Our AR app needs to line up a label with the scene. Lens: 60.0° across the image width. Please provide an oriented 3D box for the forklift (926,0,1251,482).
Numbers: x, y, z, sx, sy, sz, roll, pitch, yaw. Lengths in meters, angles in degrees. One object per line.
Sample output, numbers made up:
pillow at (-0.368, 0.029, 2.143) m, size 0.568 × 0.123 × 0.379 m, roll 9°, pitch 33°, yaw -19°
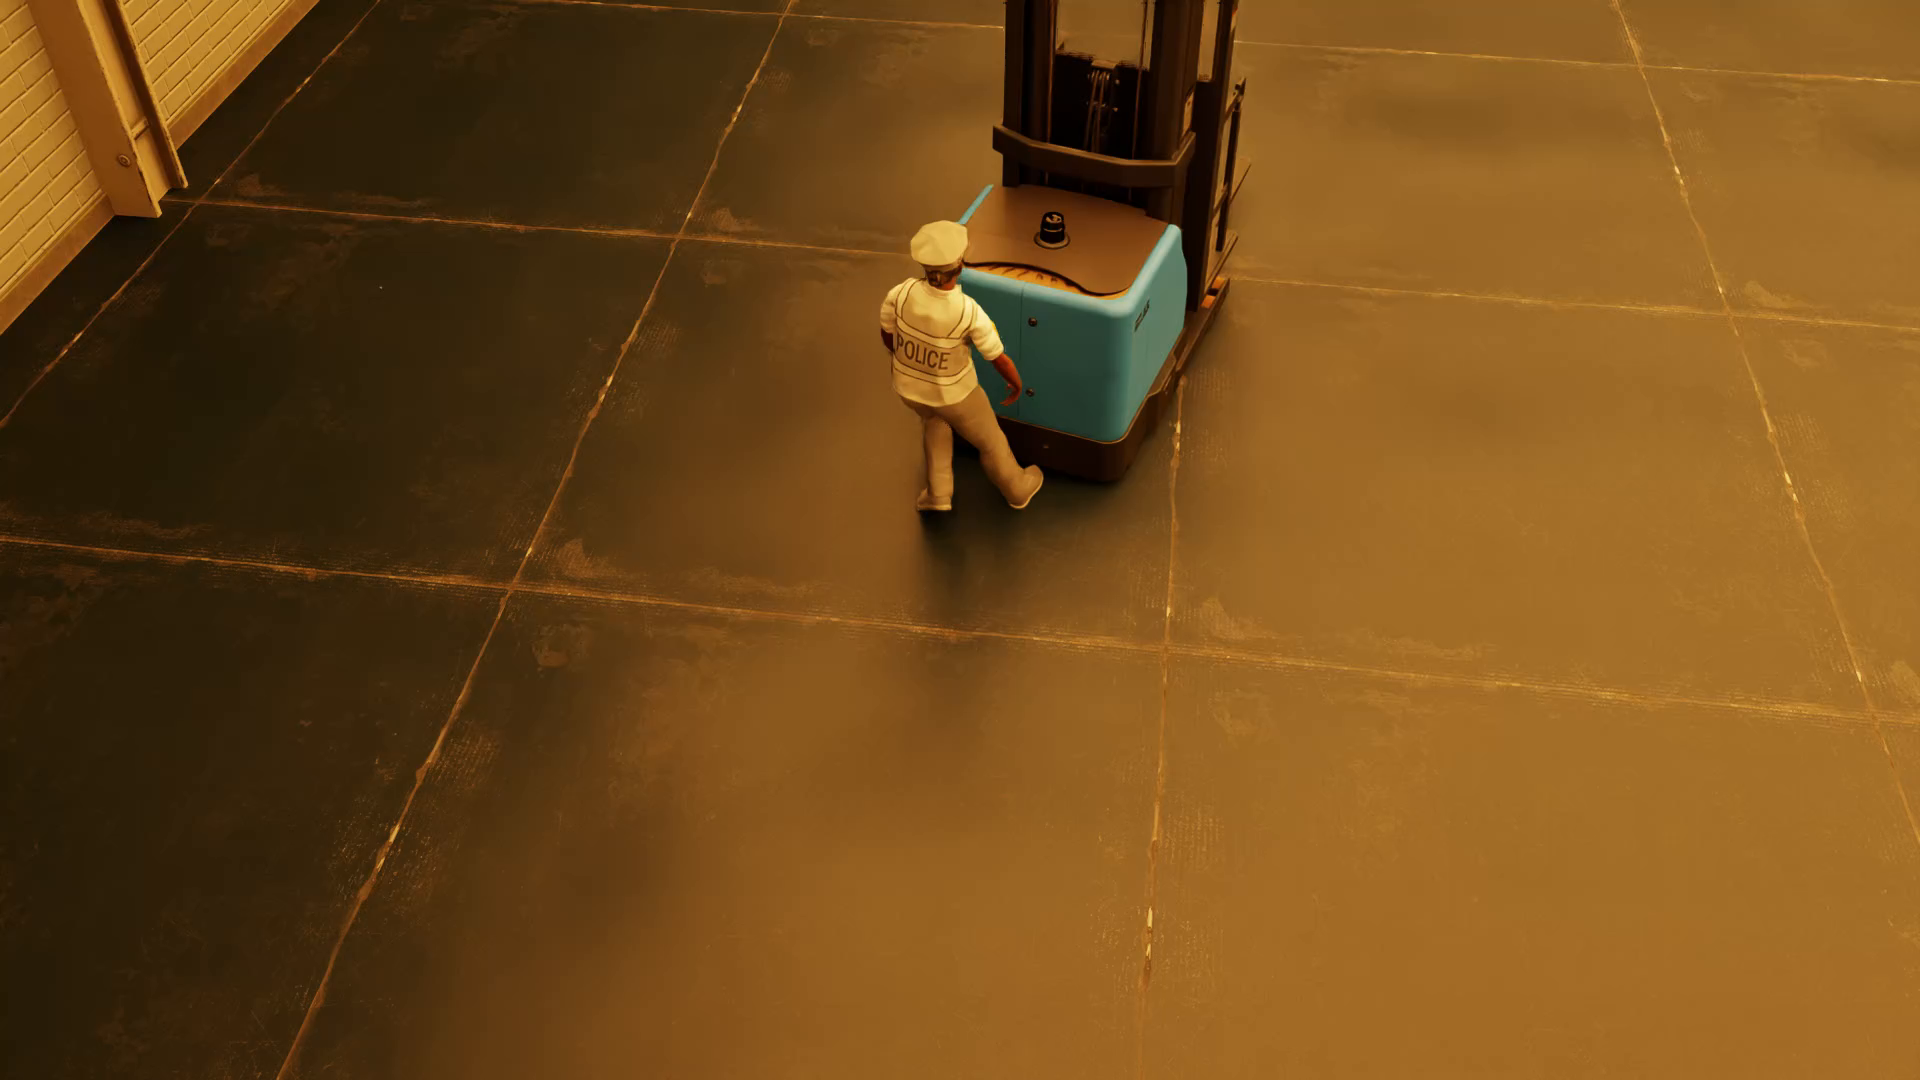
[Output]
forklift at (0.864, -2.369, 8.303) m, size 1.130 × 2.935 × 3.031 m, roll 16°, pitch 45°, yaw 17°

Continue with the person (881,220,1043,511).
person at (0.010, -0.790, 7.561) m, size 0.630 × 1.604 × 0.669 m, roll 18°, pitch 46°, yaw 19°
